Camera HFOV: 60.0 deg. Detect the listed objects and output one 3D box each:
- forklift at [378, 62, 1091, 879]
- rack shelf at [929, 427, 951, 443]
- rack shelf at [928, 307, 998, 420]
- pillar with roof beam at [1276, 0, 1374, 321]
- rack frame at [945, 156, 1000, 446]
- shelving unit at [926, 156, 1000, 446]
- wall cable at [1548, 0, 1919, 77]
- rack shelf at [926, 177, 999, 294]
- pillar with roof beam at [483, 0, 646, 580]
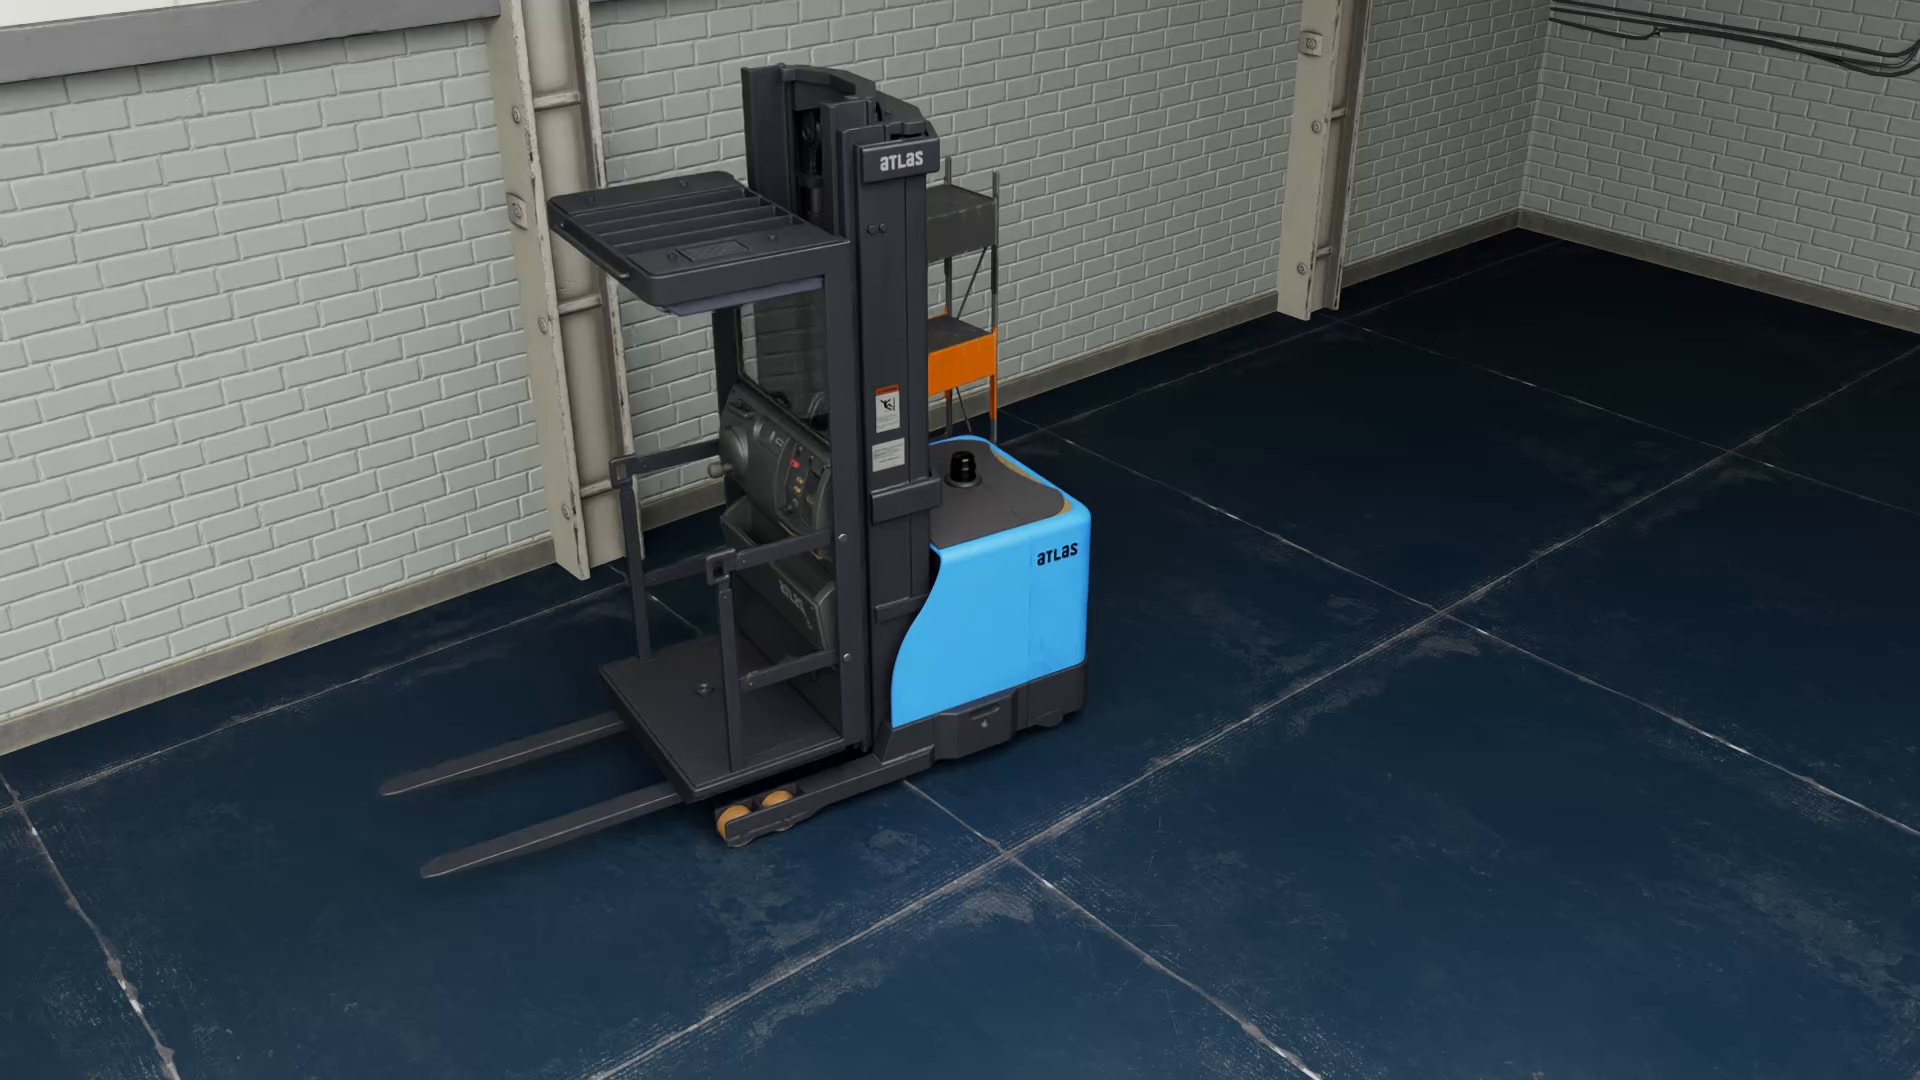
[{"bbox_3d":[-0.939,-0.311,6.722,3.031,2.935,1.130,-16,32,-27],"label":"forklift"},{"bbox_3d":[-0.126,-0.246,8.997,0.480,0.518,0.431,-22,35,-35],"label":"rack shelf"},{"bbox_3d":[-0.126,-0.863,8.667,0.480,0.518,0.431,-22,35,-35],"label":"rack shelf"},{"bbox_3d":[5.396,-4.160,7.486,0.400,9.000,9.100,-22,35,-35],"label":"pillar with roof beam"},{"bbox_3d":[0.060,-0.950,8.800,0.015,2.100,0.400,-22,35,-35],"label":"rack frame"},{"bbox_3d":[-0.126,-0.875,8.660,0.503,2.100,0.431,-22,35,-35],"label":"shelving unit"},{"bbox_3d":[5.701,-4.761,11.906,0.112,2.526,3.097,-22,35,-35],"label":"wall cable"},{"bbox_3d":[-0.126,-1.481,8.337,0.480,0.518,0.431,-22,35,-35],"label":"rack shelf"},{"bbox_3d":[0.832,-2.324,4.052,0.400,9.000,9.100,-22,35,-35],"label":"pillar with roof beam"}]
